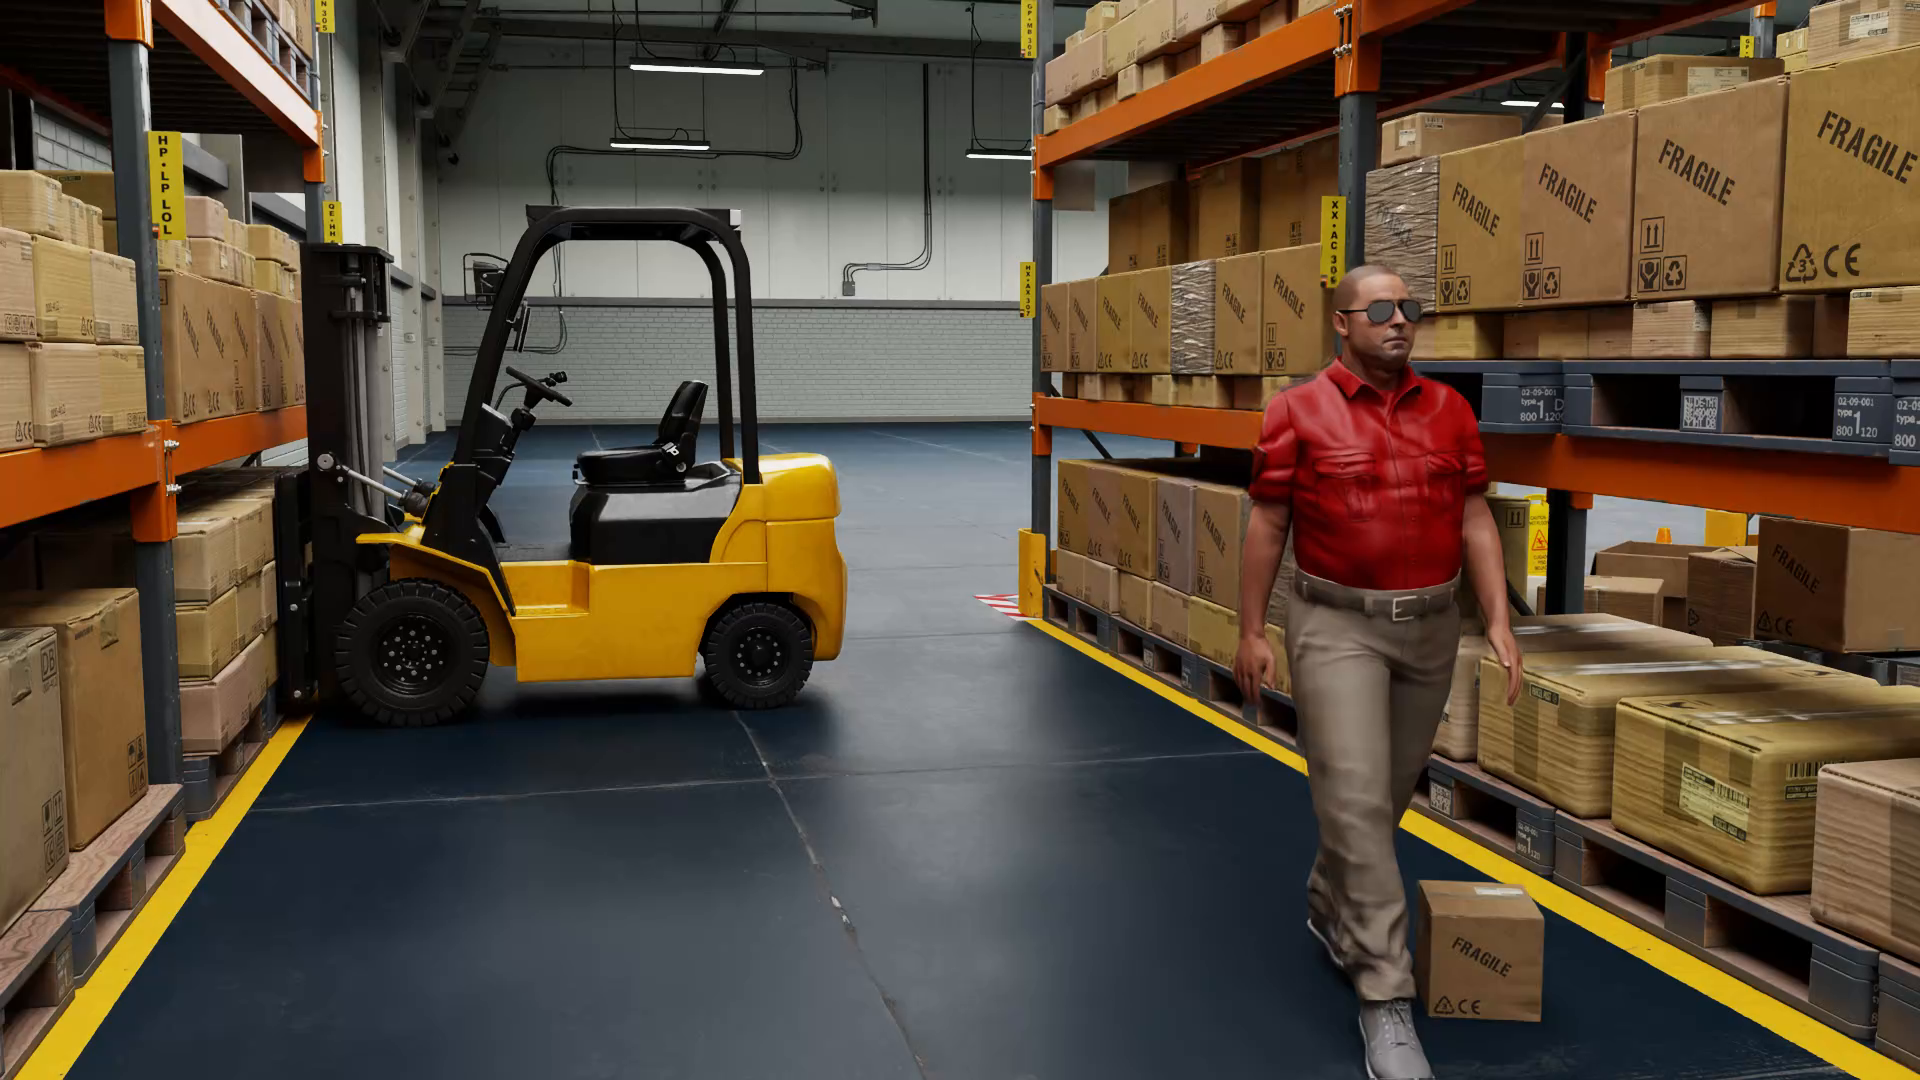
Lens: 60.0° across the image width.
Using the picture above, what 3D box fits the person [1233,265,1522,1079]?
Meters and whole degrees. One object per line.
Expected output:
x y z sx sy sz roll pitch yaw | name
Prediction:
0.981 0.239 3.741 0.563 1.708 0.912 -2 6 -15 | person
